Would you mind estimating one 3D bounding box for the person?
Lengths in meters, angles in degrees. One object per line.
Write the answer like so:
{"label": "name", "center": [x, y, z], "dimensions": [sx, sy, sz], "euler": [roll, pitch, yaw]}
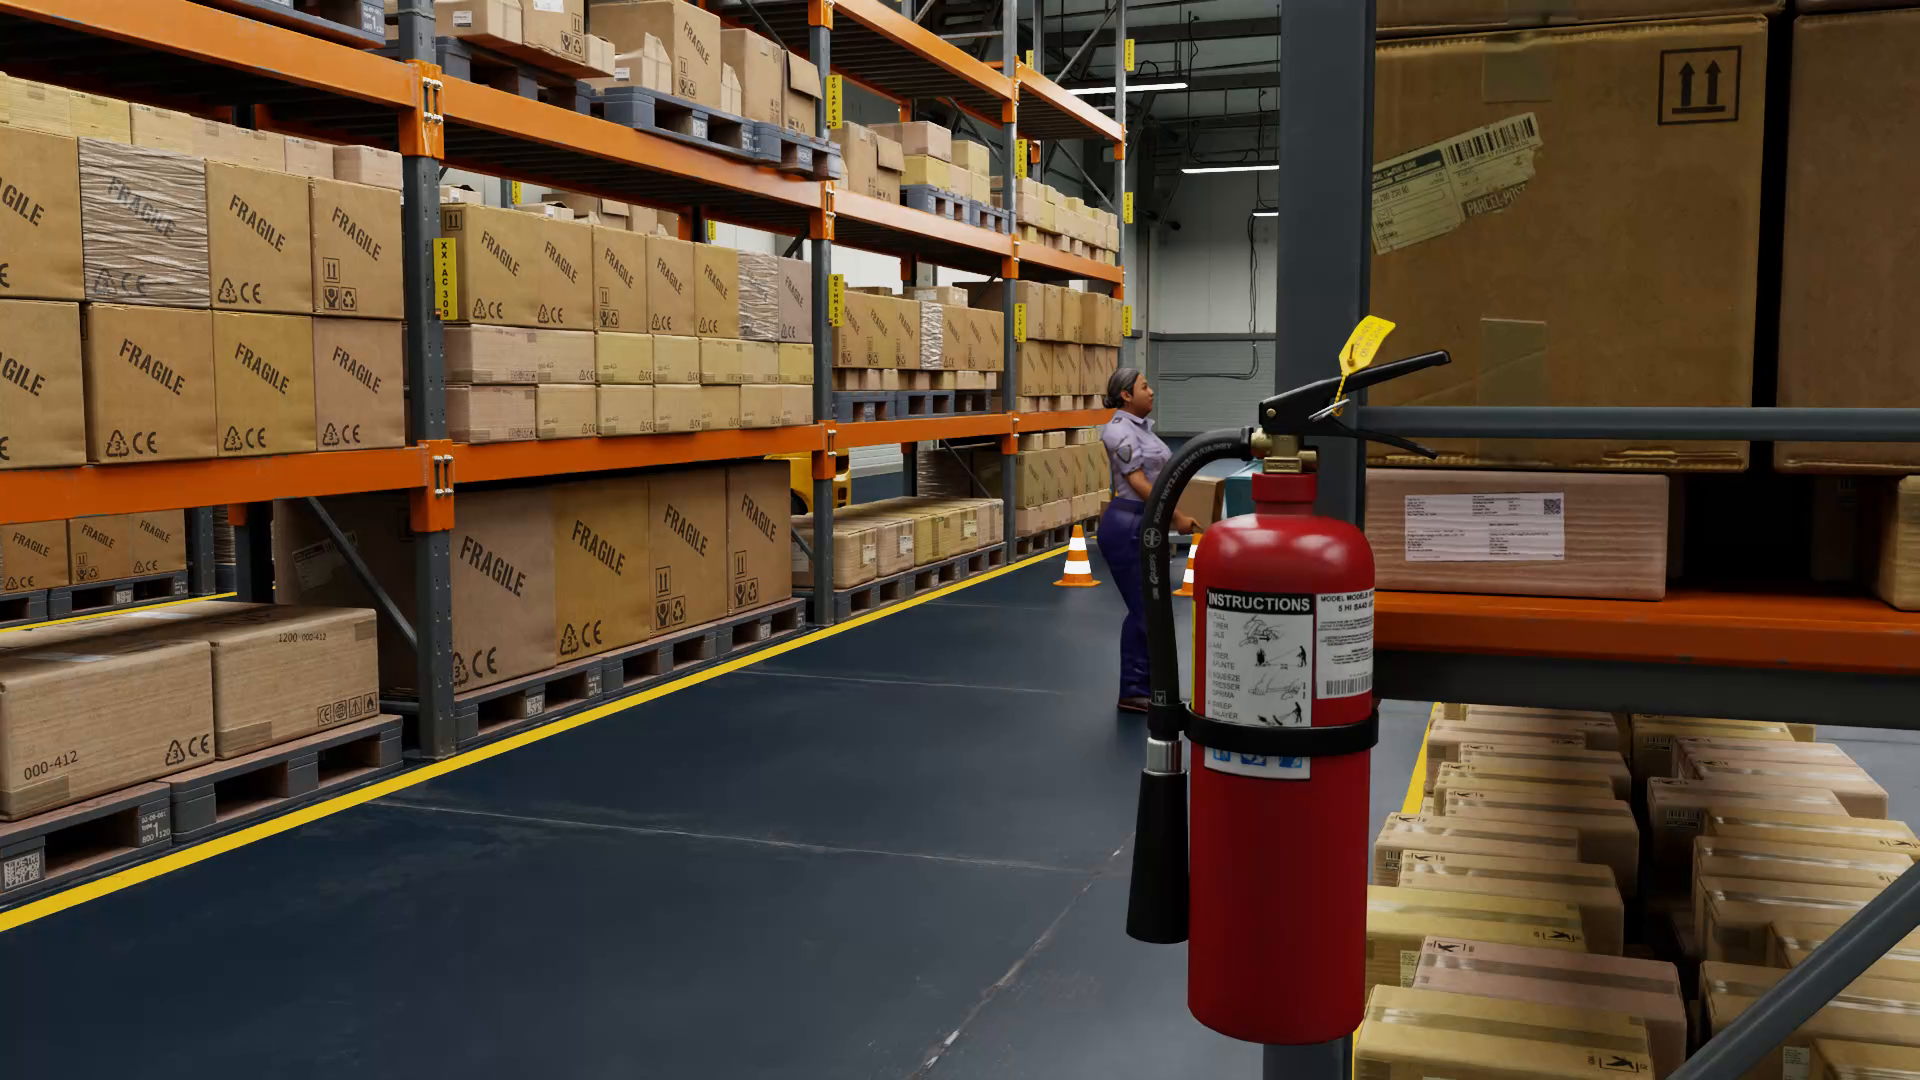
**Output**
{"label": "person", "center": [0.927, -0.006, 7.952], "dimensions": [0.517, 1.634, 0.452], "euler": [2, 6, 19]}
